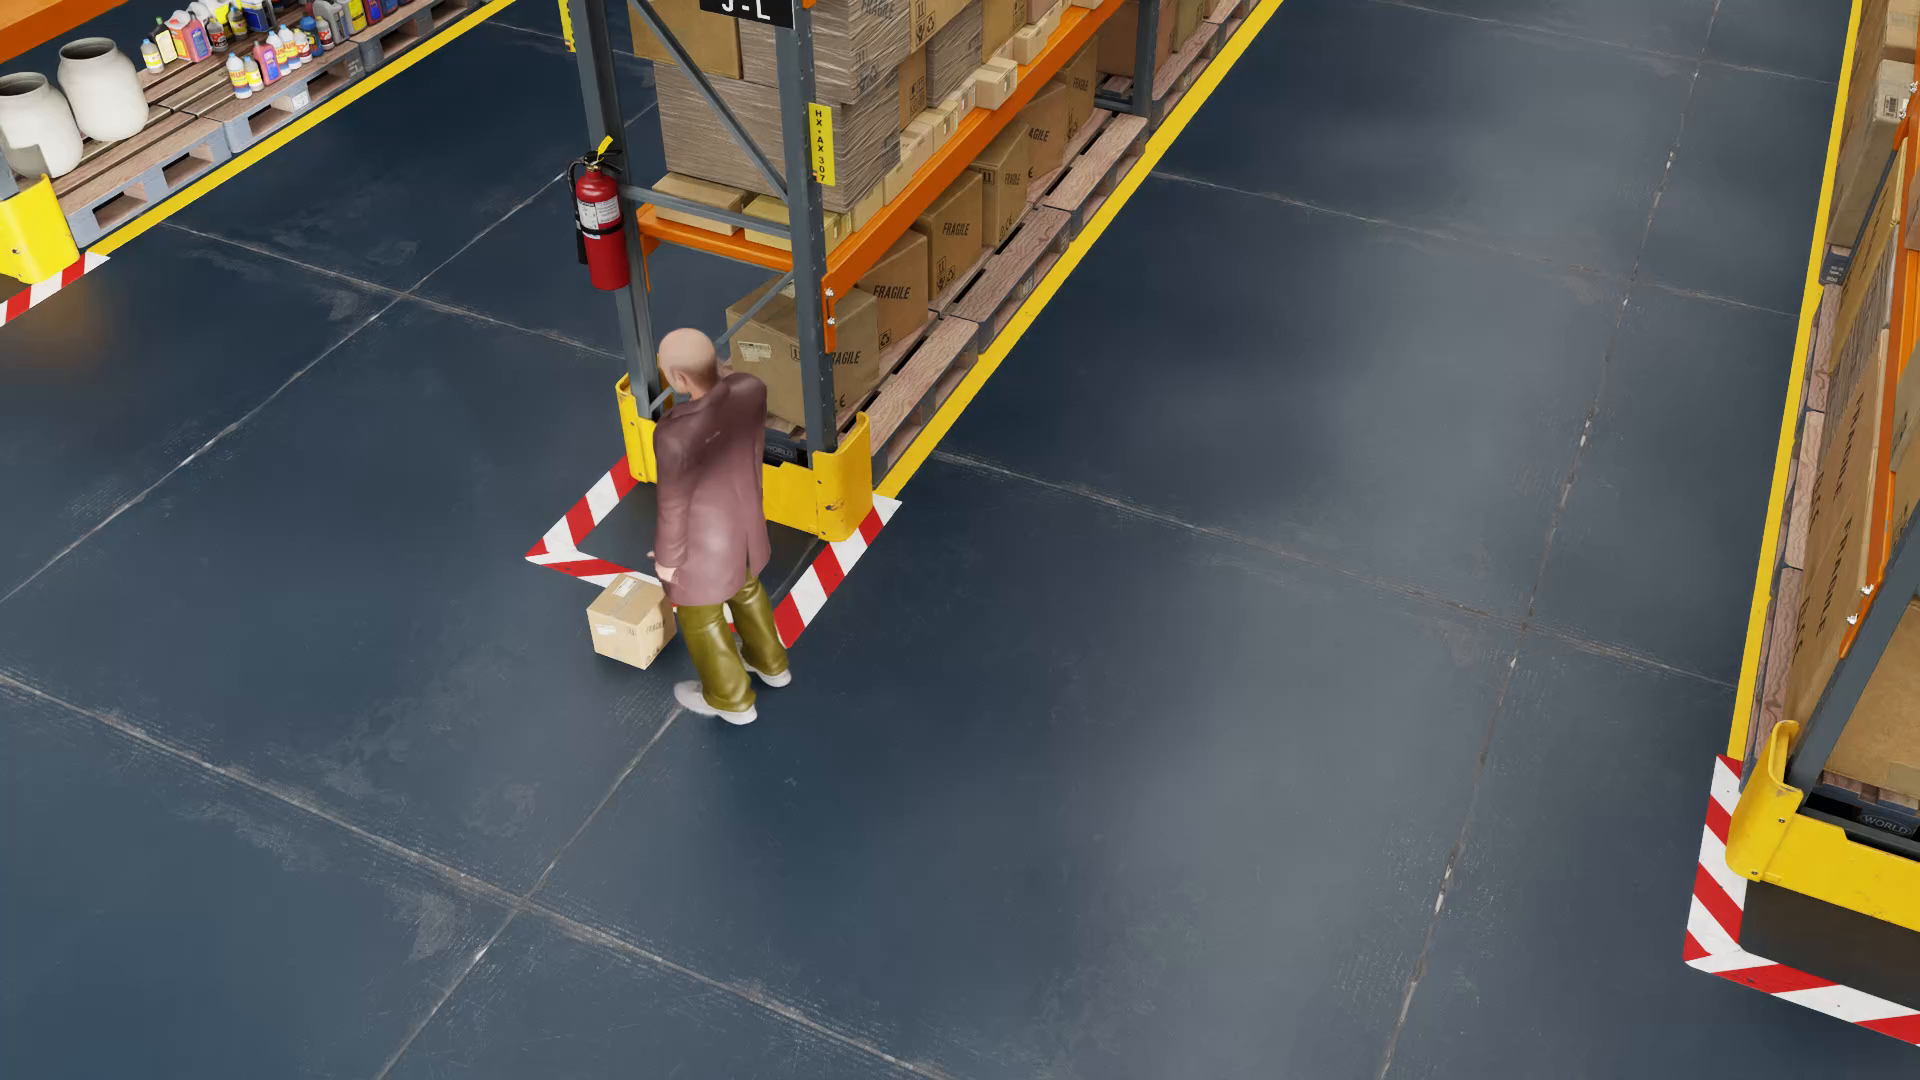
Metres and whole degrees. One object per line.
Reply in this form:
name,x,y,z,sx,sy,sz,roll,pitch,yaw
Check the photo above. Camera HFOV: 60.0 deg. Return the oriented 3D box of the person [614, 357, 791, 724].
person,-0.956,0.028,6.292,0.588,1.582,0.622,21,46,22
